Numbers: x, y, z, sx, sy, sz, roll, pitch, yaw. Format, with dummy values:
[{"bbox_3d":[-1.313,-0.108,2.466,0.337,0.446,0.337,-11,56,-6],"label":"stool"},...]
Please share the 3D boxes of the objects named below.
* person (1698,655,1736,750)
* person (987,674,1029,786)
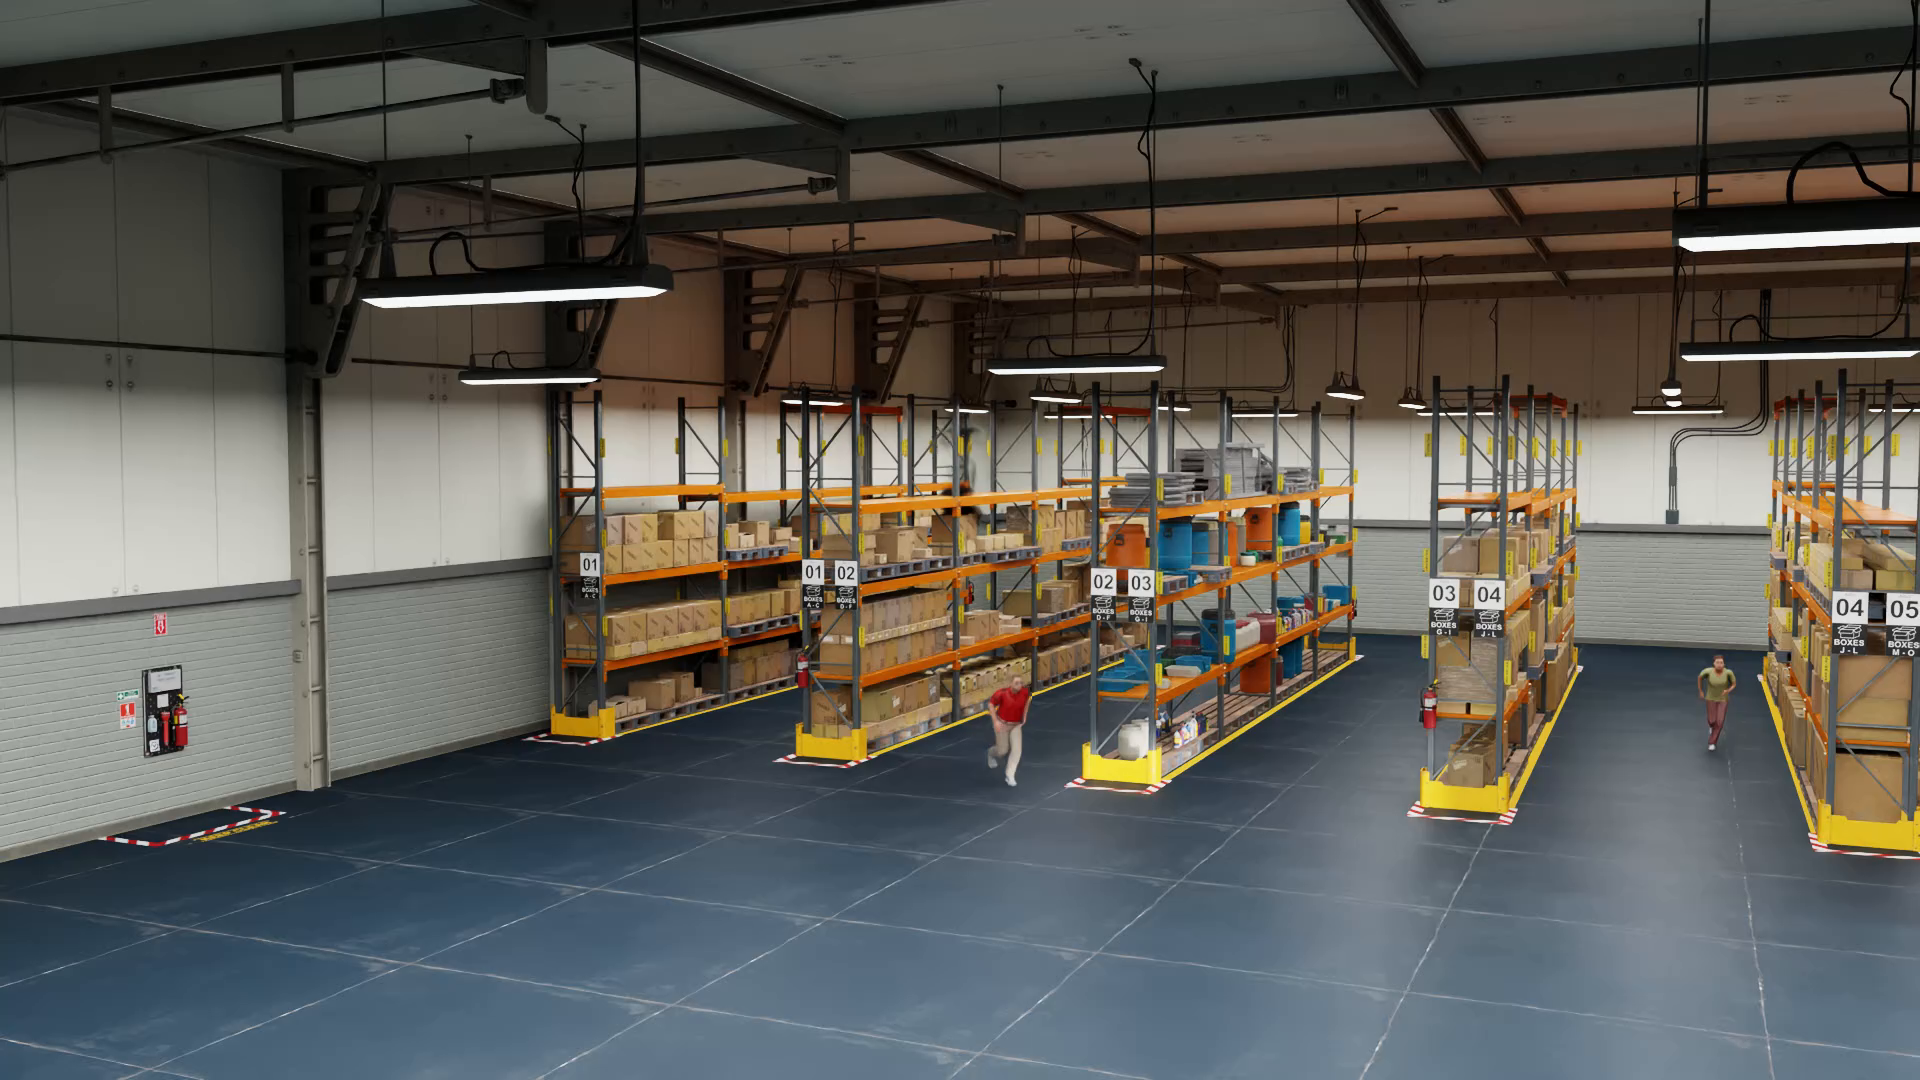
[{"bbox_3d":[12.600,2.692,27.691,0.572,1.600,0.691,1,3,17],"label":"person"},{"bbox_3d":[0.692,2.821,25.010,0.667,1.688,0.916,-2,4,-29],"label":"person"}]
